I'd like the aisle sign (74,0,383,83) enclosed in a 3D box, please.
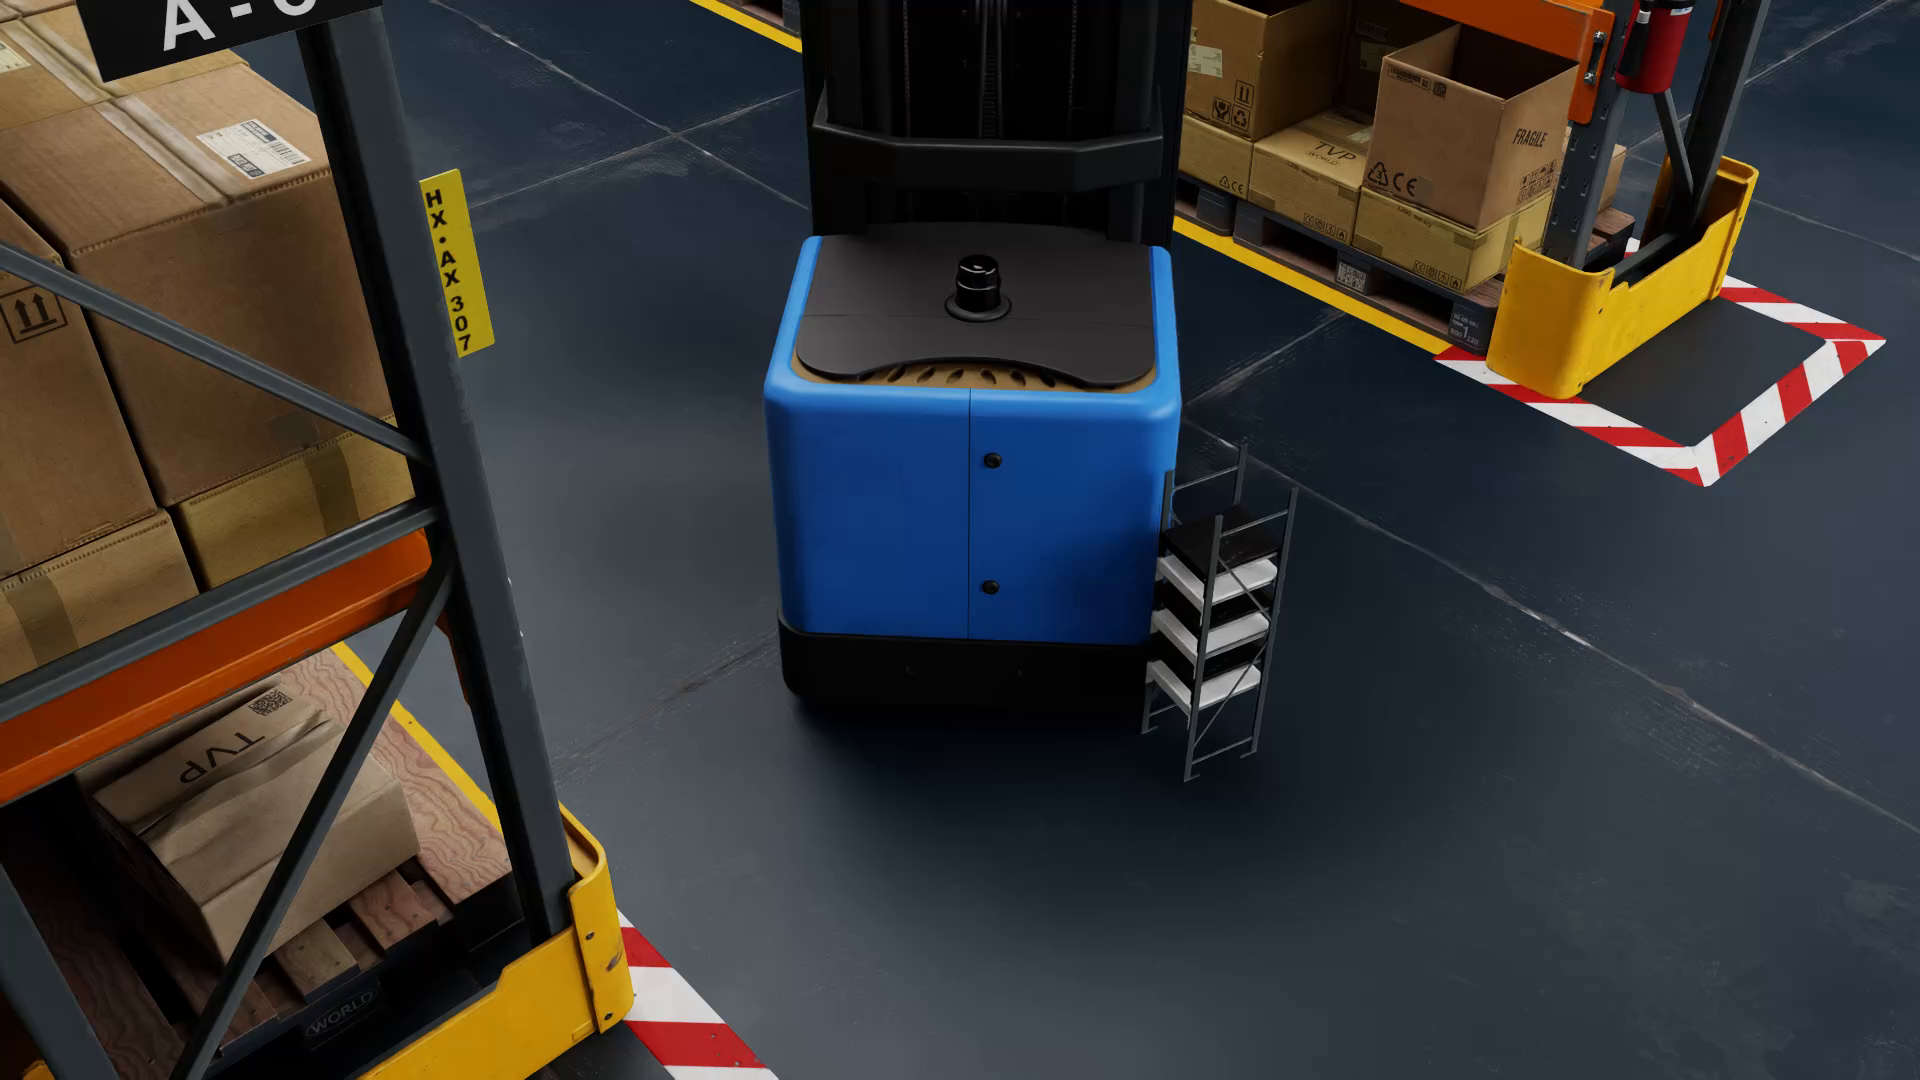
[{"bbox_3d":[-0.965,-0.982,2.009,0.394,0.787,0.004,-30,48,-32],"label":"aisle sign"}]

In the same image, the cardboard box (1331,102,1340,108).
[{"bbox_3d":[1.534,-1.881,7.046,0.500,0.250,0.500,-30,48,-32],"label":"cardboard box"}]

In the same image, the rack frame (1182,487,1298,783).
[{"bbox_3d":[0.701,0.262,4.210,0.240,0.900,0.006,-19,43,-22],"label":"rack frame"}]

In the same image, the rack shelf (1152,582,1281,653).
[{"bbox_3d":[0.653,0.161,4.244,0.258,0.077,0.200,-19,43,-22],"label":"rack shelf"}]

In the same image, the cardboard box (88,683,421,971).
[{"bbox_3d":[-1.636,0.640,3.860,0.500,0.311,0.500,29,47,31],"label":"cardboard box"}]

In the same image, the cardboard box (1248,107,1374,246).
[{"bbox_3d":[1.484,-1.426,6.482,0.500,0.250,0.500,-30,48,-32],"label":"cardboard box"}]

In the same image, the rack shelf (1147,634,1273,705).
[{"bbox_3d":[0.653,0.301,4.357,0.258,0.077,0.200,-19,43,-22],"label":"rack shelf"}]

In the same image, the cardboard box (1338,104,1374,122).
[{"bbox_3d":[1.872,-1.649,6.759,0.500,0.250,0.500,-30,48,-32],"label":"cardboard box"}]

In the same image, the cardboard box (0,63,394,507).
[{"bbox_3d":[-1.336,-0.466,2.947,0.500,0.500,0.500,-30,48,-32],"label":"cardboard box"}]

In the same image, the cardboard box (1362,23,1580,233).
[{"bbox_3d":[1.830,-1.490,5.965,0.500,0.500,0.500,-30,48,-32],"label":"cardboard box"}]

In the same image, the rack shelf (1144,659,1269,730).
[{"bbox_3d":[0.653,0.371,4.413,0.258,0.077,0.200,-19,43,-22],"label":"rack shelf"}]

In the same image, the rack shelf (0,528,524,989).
[{"bbox_3d":[-2.587,-0.522,4.082,1.077,0.370,4.000,-30,48,-32],"label":"rack shelf"}]

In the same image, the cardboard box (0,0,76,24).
[{"bbox_3d":[-2.008,-0.941,3.534,0.500,0.500,0.500,-32,49,-33],"label":"cardboard box"}]

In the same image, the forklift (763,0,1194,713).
[{"bbox_3d":[0.114,-1.576,4.868,1.130,2.935,3.031,2,39,3],"label":"forklift"}]

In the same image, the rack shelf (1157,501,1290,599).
[{"bbox_3d":[0.653,0.021,4.131,0.258,0.077,0.200,-19,43,-22],"label":"rack shelf"}]

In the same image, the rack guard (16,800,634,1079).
[{"bbox_3d":[-1.286,1.061,3.539,1.175,0.500,0.348,-30,48,-32],"label":"rack guard"}]

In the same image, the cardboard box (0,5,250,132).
[{"bbox_3d":[-1.663,-0.699,3.235,0.500,0.500,0.500,-30,48,-32],"label":"cardboard box"}]

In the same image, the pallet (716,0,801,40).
[{"bbox_3d":[-0.821,-3.074,8.888,1.003,0.211,1.213,-30,48,-32],"label":"pallet"}]

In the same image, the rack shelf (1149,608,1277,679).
[{"bbox_3d":[0.653,0.231,4.300,0.258,0.077,0.200,-19,43,-22],"label":"rack shelf"}]

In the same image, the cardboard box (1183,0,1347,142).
[{"bbox_3d":[1.143,-1.947,6.531,0.500,0.500,0.500,-30,48,-32],"label":"cardboard box"}]

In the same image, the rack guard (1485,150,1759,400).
[{"bbox_3d":[2.428,-1.000,6.090,1.175,0.500,0.348,-30,48,-32],"label":"rack guard"}]

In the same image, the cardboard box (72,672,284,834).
[{"bbox_3d":[-2.022,0.376,4.187,0.500,0.311,0.500,-26,46,-28],"label":"cardboard box"}]

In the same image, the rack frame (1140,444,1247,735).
[{"bbox_3d":[0.604,0.149,4.349,0.240,0.900,0.006,-19,43,-22],"label":"rack frame"}]

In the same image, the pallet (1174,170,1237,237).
[{"bbox_3d":[1.043,-1.799,7.309,1.003,0.211,1.213,-30,48,-32],"label":"pallet"}]

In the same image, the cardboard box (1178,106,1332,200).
[{"bbox_3d":[1.145,-1.656,6.768,0.500,0.250,0.500,-30,48,-32],"label":"cardboard box"}]

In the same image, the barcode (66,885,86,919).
[{"bbox_3d":[-1.943,0.798,3.657,0.001,0.075,0.075,-30,48,-32],"label":"barcode"}]

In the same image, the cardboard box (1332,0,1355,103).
[{"bbox_3d":[1.526,-2.168,6.804,0.500,0.500,0.500,-30,48,-32],"label":"cardboard box"}]

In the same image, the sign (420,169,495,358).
[{"bbox_3d":[-0.835,-0.444,2.723,0.100,0.325,0.005,-30,48,-32],"label":"sign"}]

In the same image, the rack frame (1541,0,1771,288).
[{"bbox_3d":[2.412,-1.983,5.318,1.000,3.000,0.127,-30,48,-32],"label":"rack frame"}]

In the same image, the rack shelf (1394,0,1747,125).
[{"bbox_3d":[1.059,-2.629,6.690,1.077,0.370,4.000,-30,48,-32],"label":"rack shelf"}]

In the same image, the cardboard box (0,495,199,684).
[{"bbox_3d":[-1.694,0.040,2.916,0.500,0.250,0.500,-29,47,-31],"label":"cardboard box"}]

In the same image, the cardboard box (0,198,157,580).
[{"bbox_3d":[-1.710,-0.245,2.673,0.500,0.500,0.500,-31,48,-32],"label":"cardboard box"}]

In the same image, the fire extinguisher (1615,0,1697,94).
[{"bbox_3d":[2.149,-1.701,5.030,0.296,0.674,0.183,-30,48,-32],"label":"fire extinguisher"}]

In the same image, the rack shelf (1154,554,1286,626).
[{"bbox_3d":[0.653,0.091,4.187,0.258,0.077,0.200,-19,43,-22],"label":"rack shelf"}]

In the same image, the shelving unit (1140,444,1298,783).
[{"bbox_3d":[0.653,0.206,4.279,0.258,0.900,0.210,-19,43,-22],"label":"shelving unit"}]

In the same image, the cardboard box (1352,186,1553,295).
[{"bbox_3d":[1.831,-1.200,6.202,0.500,0.250,0.500,-30,48,-32],"label":"cardboard box"}]

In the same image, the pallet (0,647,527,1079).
[{"bbox_3d":[-1.809,0.782,4.113,1.003,0.211,1.213,-30,48,-32],"label":"pallet"}]

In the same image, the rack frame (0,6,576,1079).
[{"bbox_3d":[-1.235,0.124,2.710,1.000,3.000,0.127,-30,48,-32],"label":"rack frame"}]

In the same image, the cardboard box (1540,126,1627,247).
[{"bbox_3d":[2.213,-1.420,6.475,0.500,0.250,0.500,-30,48,-32],"label":"cardboard box"}]

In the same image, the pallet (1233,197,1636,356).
[{"bbox_3d":[1.864,-1.235,6.610,1.003,0.211,1.213,-30,48,-32],"label":"pallet"}]

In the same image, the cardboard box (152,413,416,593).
[{"bbox_3d":[-1.331,-0.187,3.197,0.500,0.250,0.500,-31,48,-33],"label":"cardboard box"}]

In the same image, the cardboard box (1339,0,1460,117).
[{"bbox_3d":[1.873,-1.942,6.524,0.500,0.500,0.500,-30,48,-32],"label":"cardboard box"}]
